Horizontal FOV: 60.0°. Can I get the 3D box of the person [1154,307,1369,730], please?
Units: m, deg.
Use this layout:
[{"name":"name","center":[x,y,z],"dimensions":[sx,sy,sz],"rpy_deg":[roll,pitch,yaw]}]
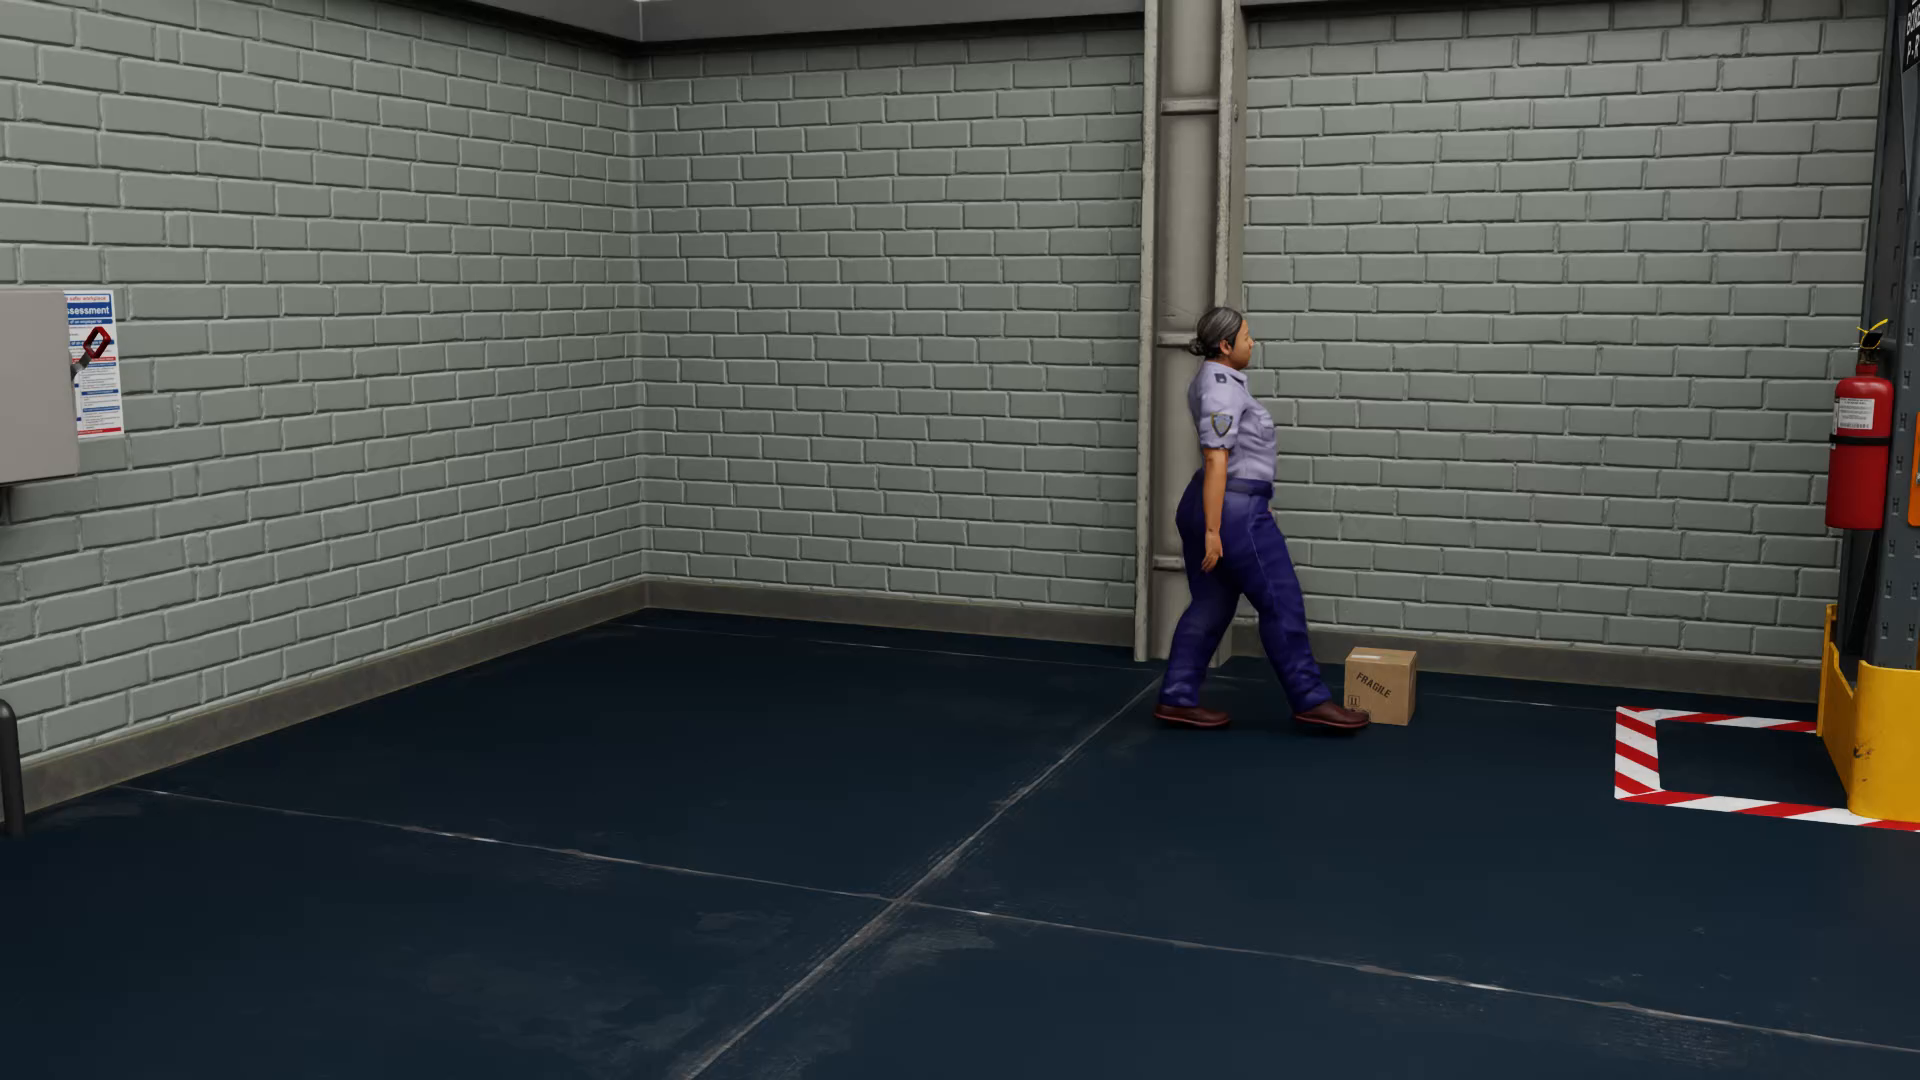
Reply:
[{"name":"person","center":[1.158,-0.073,6.392],"dimensions":[0.794,1.612,0.530],"rpy_deg":[-1,9,-9]}]
